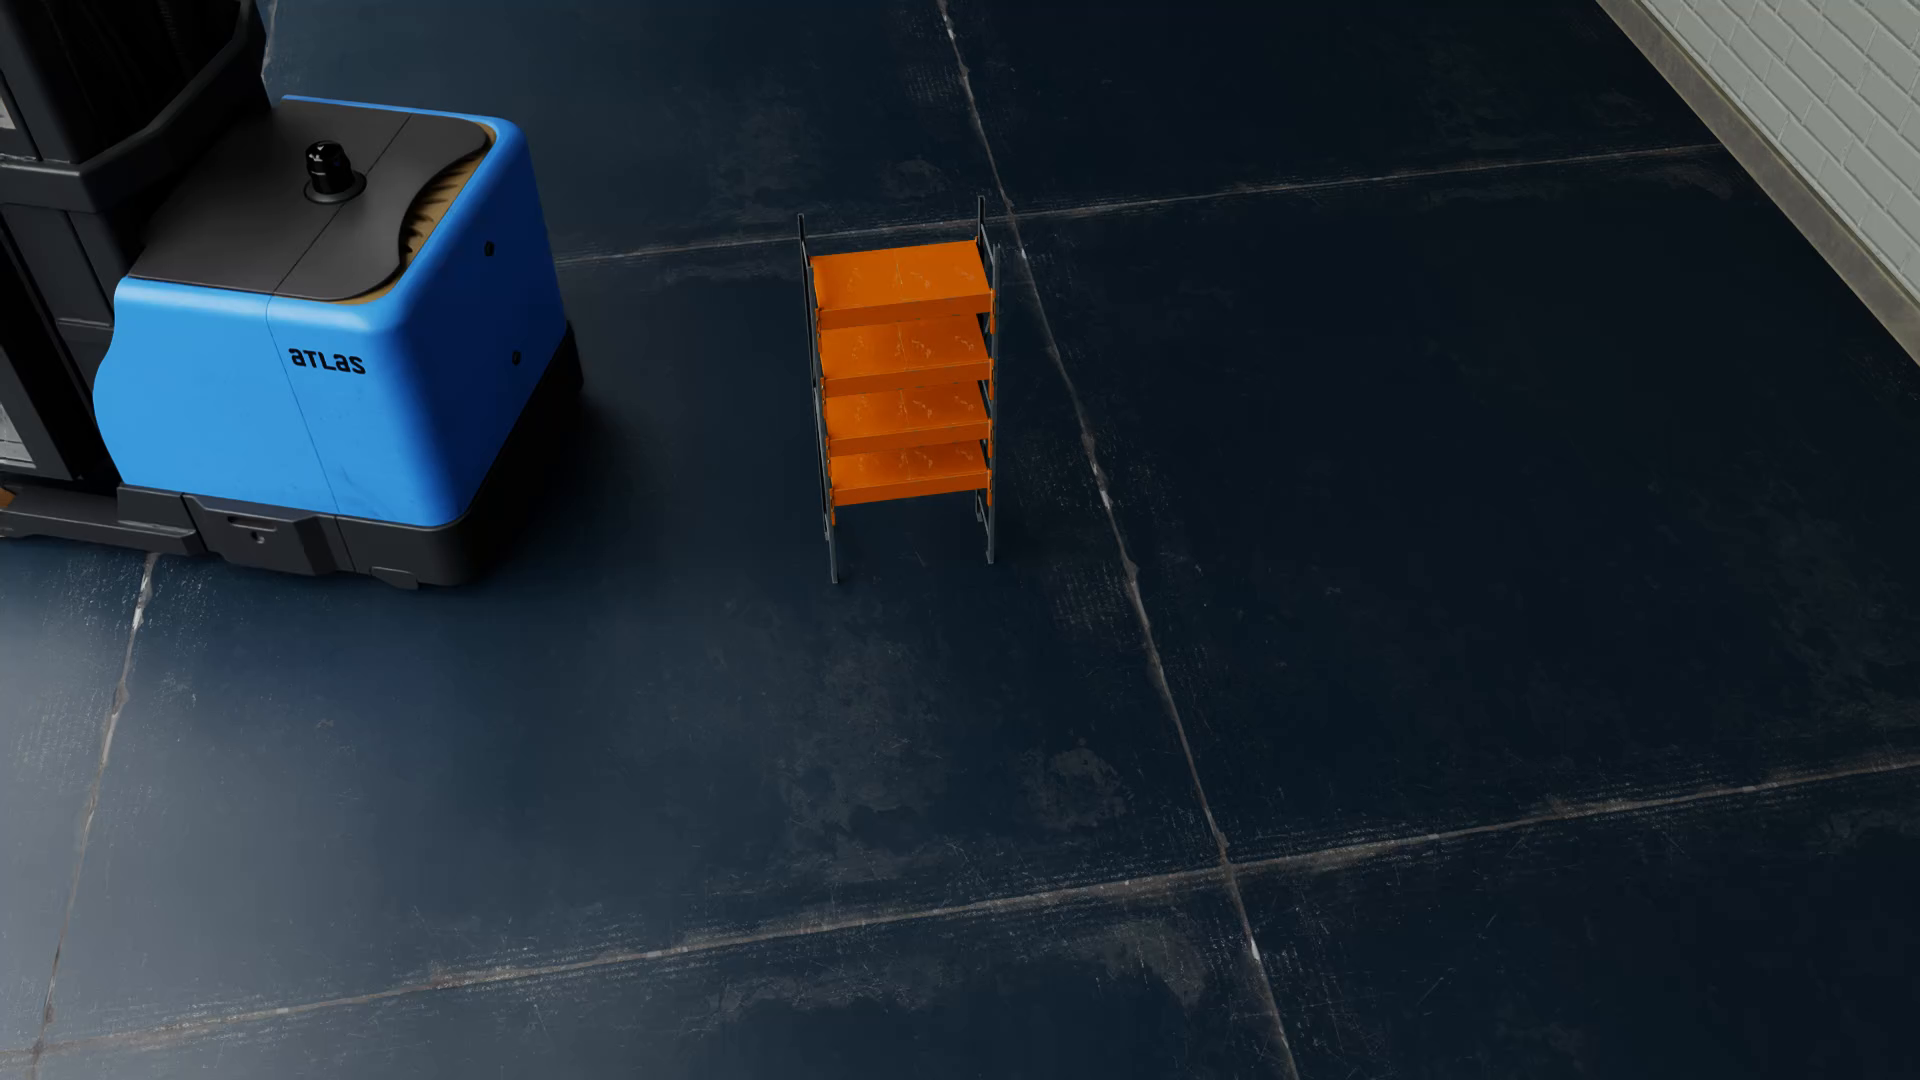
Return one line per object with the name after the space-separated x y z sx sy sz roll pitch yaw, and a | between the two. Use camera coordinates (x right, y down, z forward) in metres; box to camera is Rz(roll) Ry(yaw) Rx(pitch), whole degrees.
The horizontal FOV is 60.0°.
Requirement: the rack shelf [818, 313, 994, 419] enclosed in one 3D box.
-0.163 -0.505 4.686 0.480 0.148 0.258 -7 46 -7 | rack shelf

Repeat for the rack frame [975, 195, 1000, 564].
0.077 -0.426 4.827 0.015 1.200 0.240 -7 46 -7 | rack frame

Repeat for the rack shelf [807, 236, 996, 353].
-0.163 -0.669 4.515 0.480 0.148 0.258 -7 46 -7 | rack shelf

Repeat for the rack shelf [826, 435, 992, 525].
-0.163 -0.212 4.990 0.480 0.148 0.258 -7 46 -7 | rack shelf

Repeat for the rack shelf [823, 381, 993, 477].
-0.163 -0.349 4.847 0.480 0.148 0.258 -7 46 -7 | rack shelf

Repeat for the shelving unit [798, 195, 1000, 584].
-0.163 -0.396 4.798 0.503 1.200 0.258 -7 46 -7 | shelving unit

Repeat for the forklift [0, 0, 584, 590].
-2.850 -1.392 4.556 3.031 2.935 1.130 8 47 8 | forklift

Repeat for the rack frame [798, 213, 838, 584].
-0.404 -0.366 4.769 0.015 1.200 0.240 -7 46 -7 | rack frame
